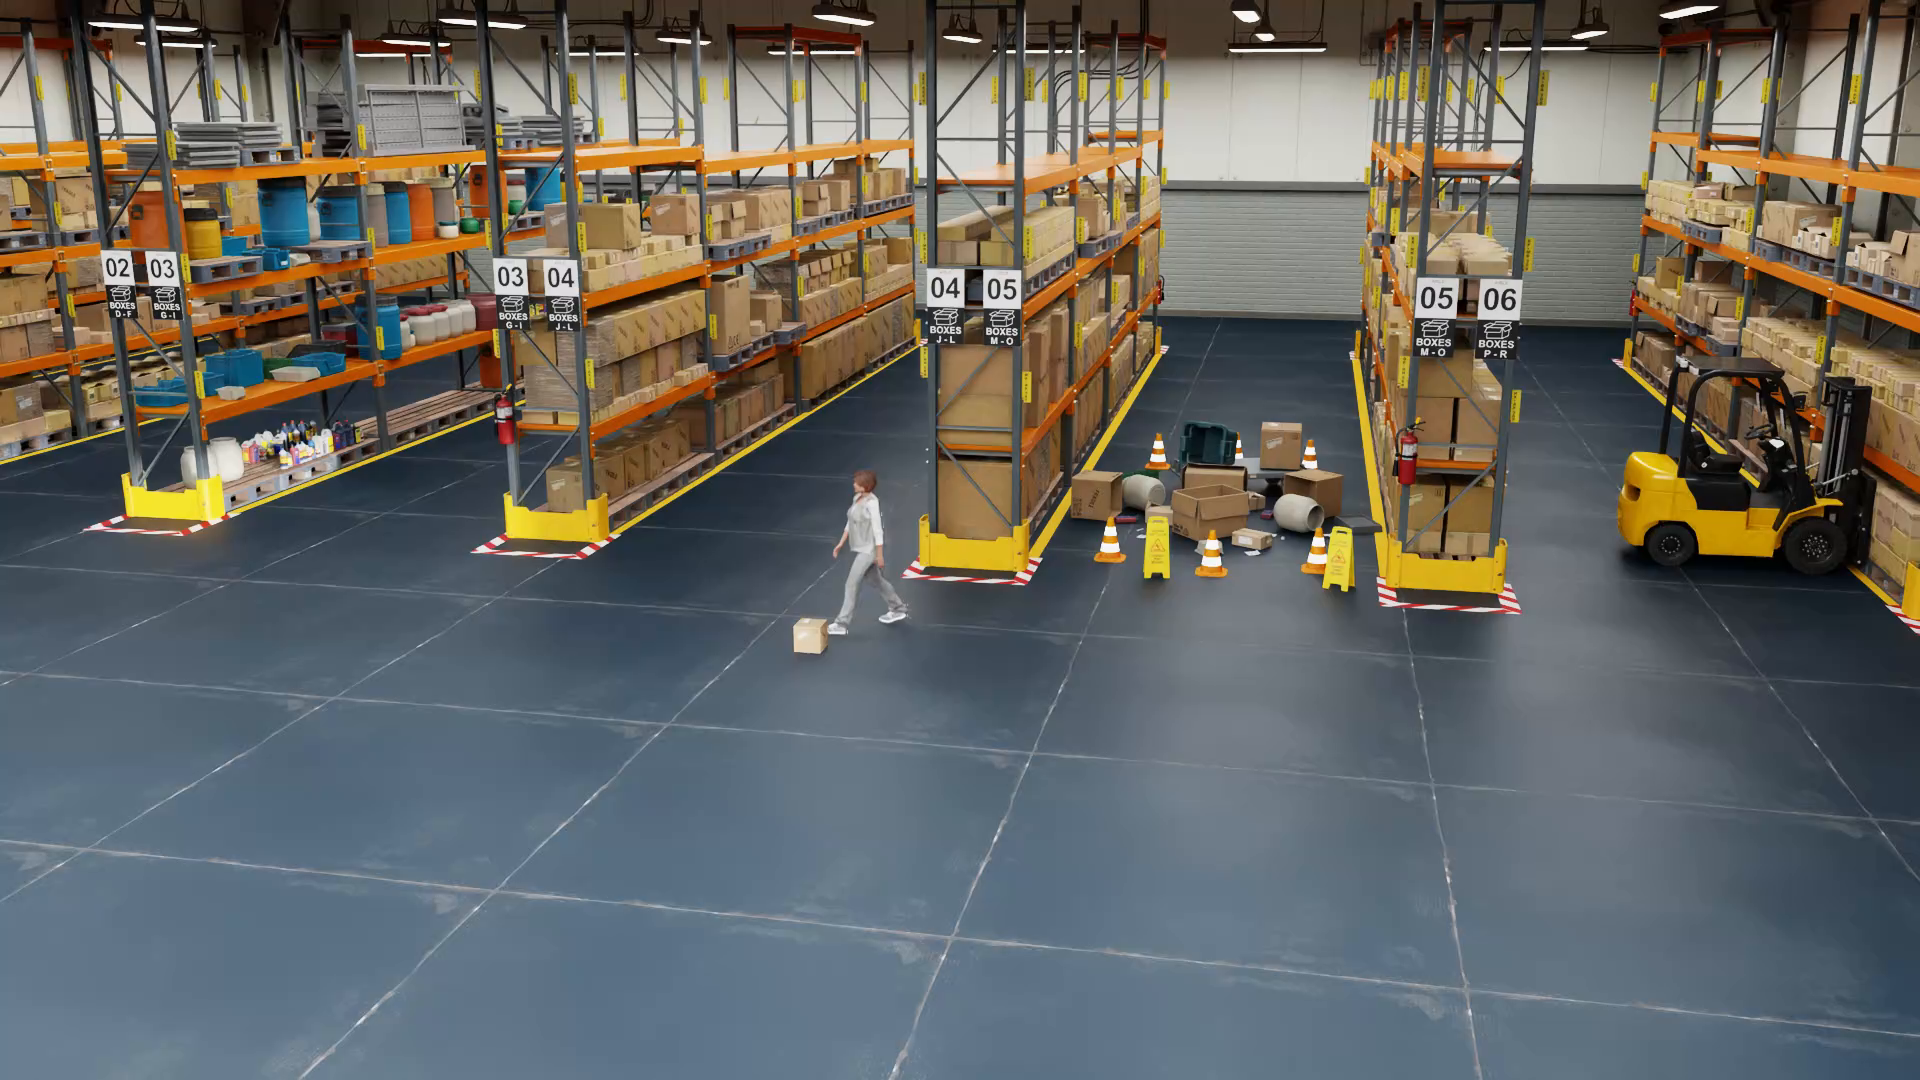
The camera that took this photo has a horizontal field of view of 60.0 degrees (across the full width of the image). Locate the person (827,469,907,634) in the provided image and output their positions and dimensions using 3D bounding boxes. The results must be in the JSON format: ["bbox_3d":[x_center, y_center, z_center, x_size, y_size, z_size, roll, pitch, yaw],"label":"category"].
[{"bbox_3d":[-0.936,0.093,15.699,0.923,1.541,0.438,-5,16,-19],"label":"person"}]
